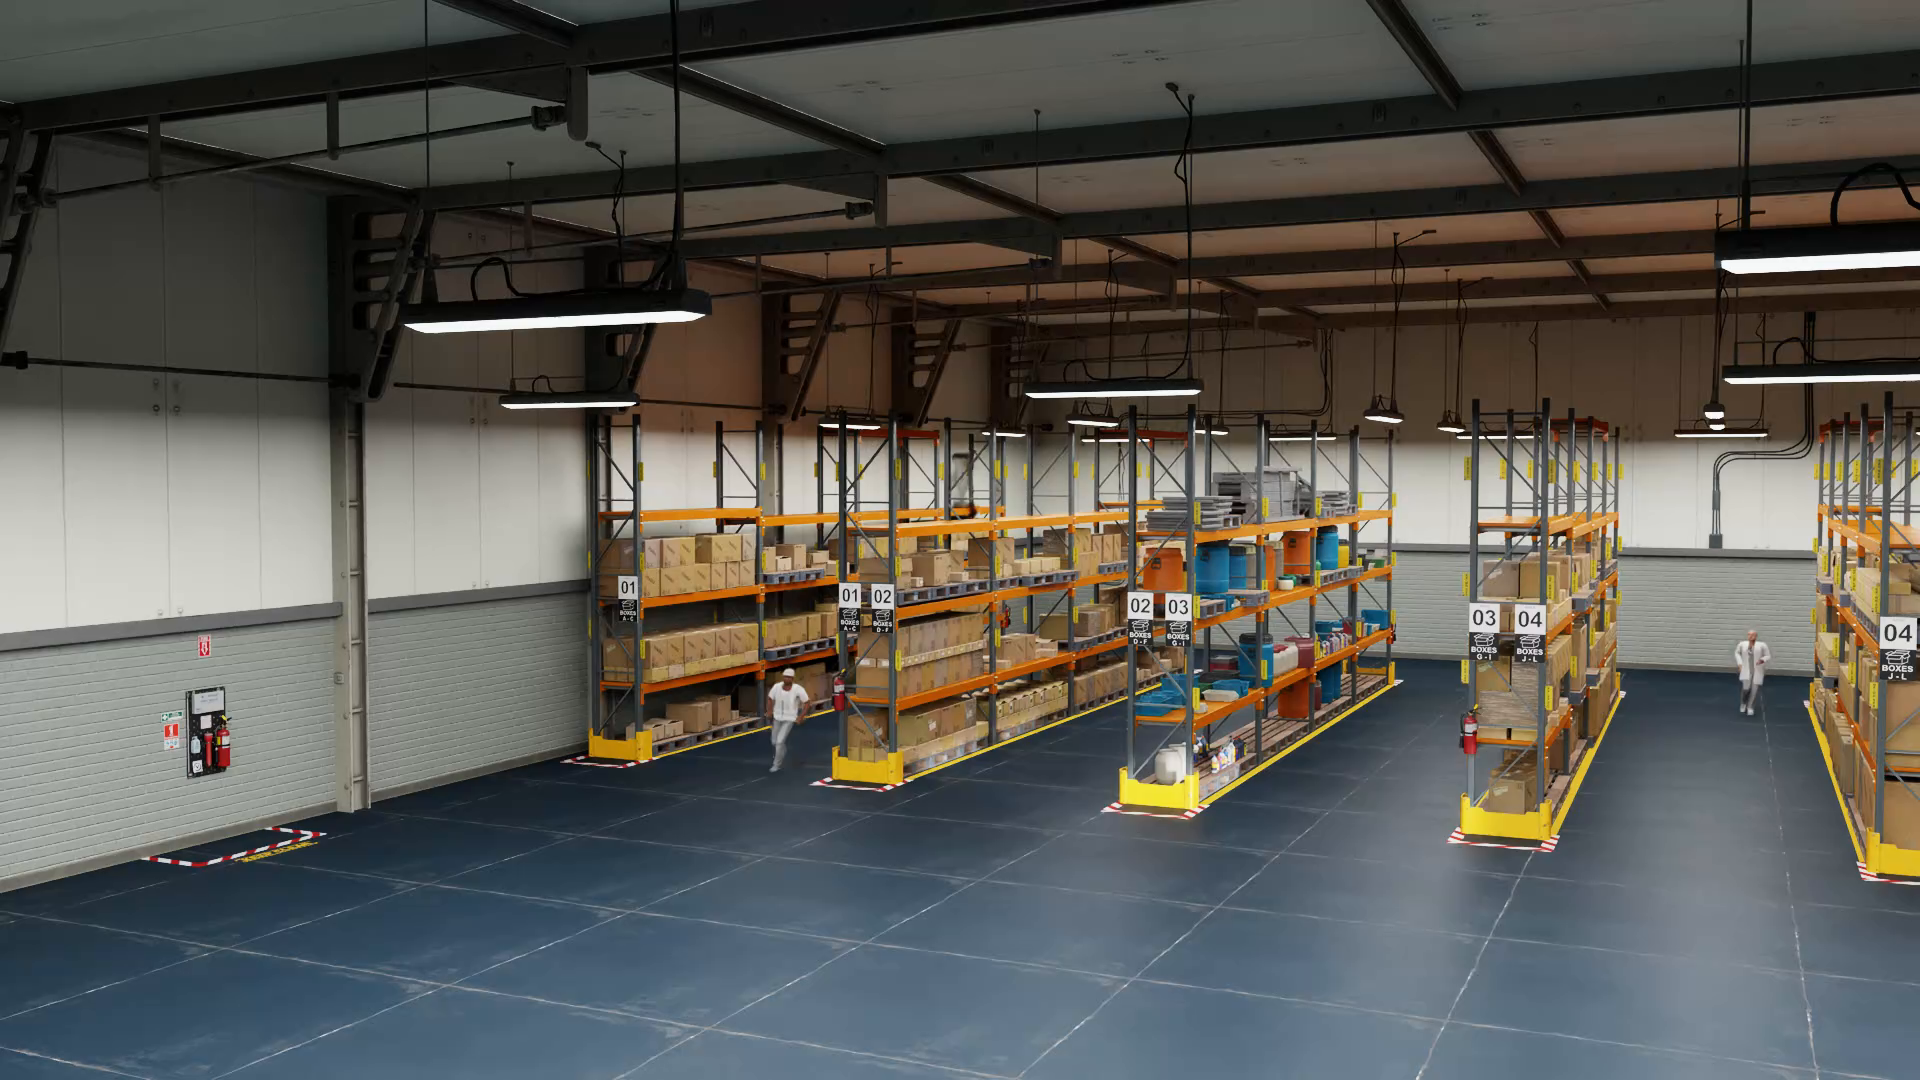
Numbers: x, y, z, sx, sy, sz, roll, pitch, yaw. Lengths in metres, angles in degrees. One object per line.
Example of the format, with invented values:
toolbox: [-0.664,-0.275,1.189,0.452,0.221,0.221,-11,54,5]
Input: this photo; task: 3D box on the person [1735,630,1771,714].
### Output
person: [16.253,2.719,34.125,0.683,1.747,0.665,1,3,29]

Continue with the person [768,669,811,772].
person: [-2.886,3.005,27.958,0.740,1.729,0.709,1,2,14]
